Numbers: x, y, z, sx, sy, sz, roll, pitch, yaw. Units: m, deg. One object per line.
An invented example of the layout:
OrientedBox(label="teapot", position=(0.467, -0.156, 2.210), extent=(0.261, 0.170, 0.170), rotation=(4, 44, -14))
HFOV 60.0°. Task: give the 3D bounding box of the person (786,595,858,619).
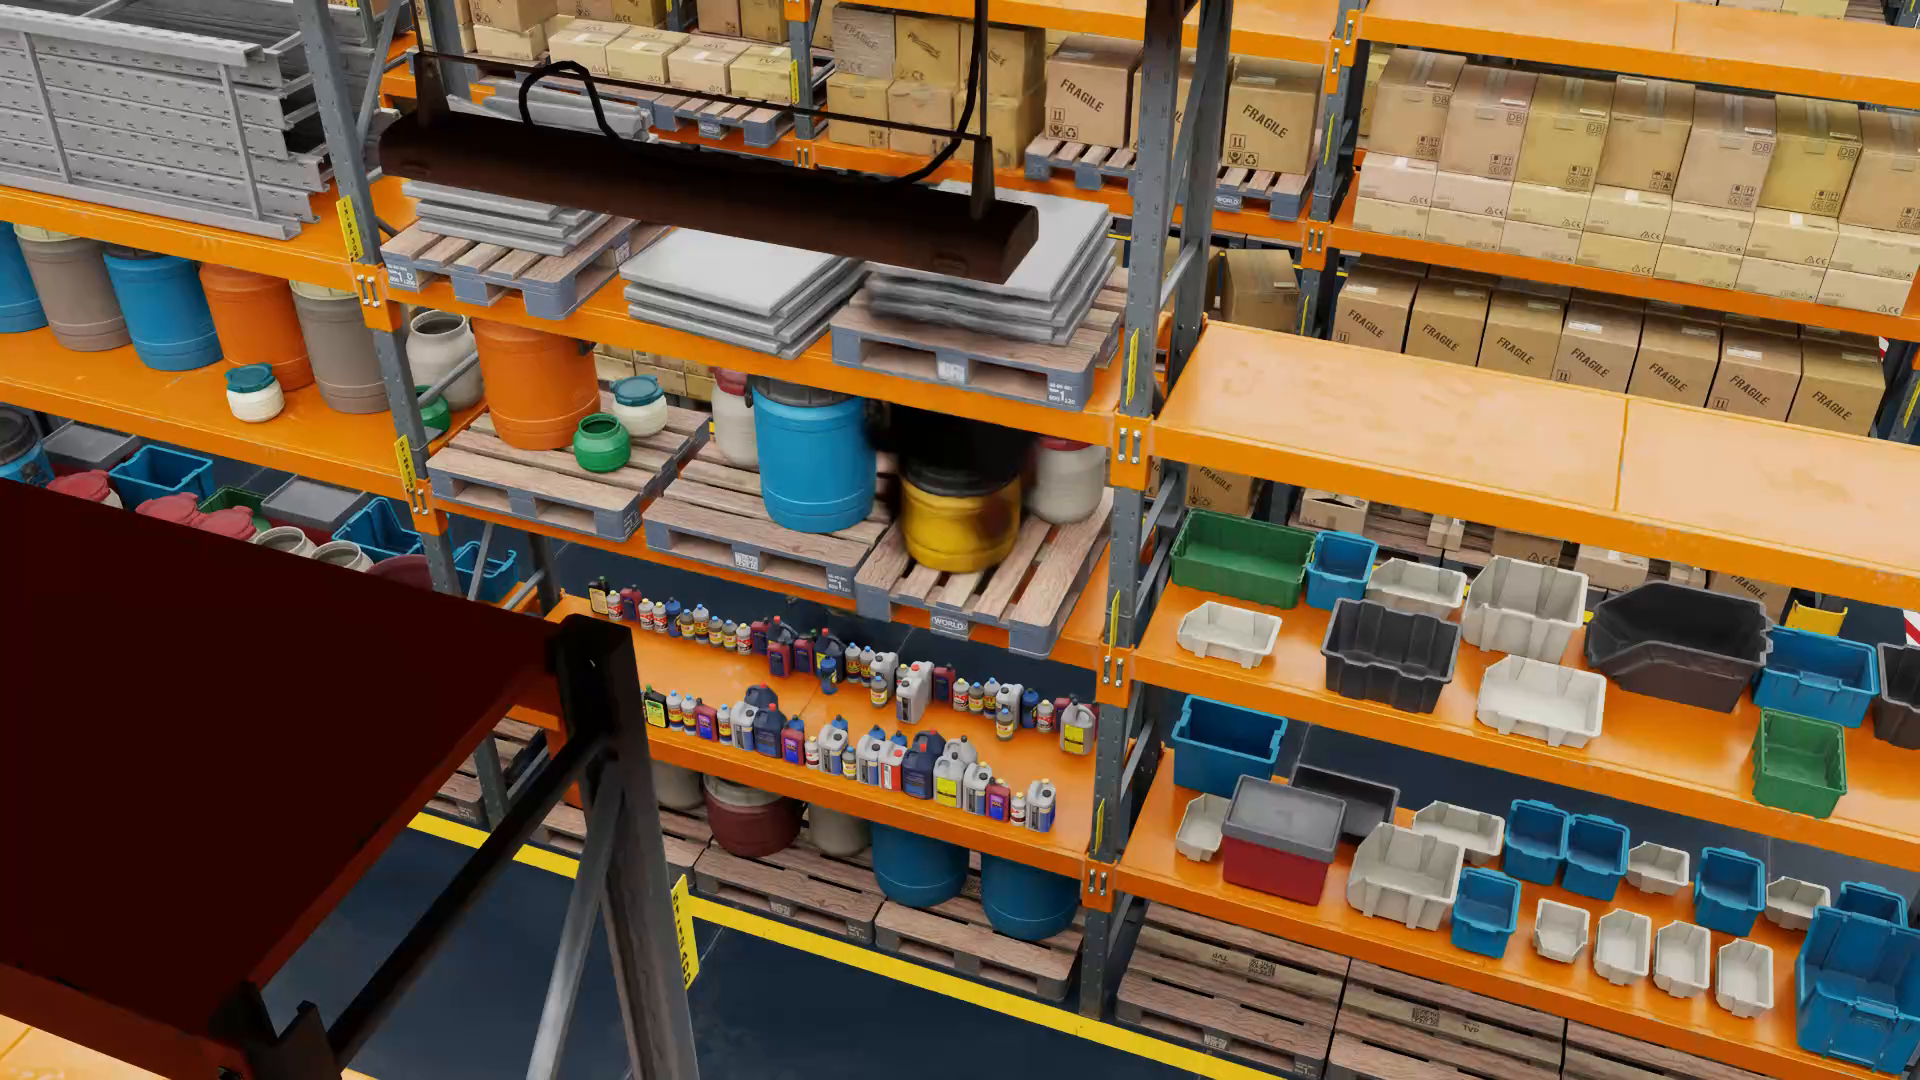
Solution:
OrientedBox(label="person", position=(-1.074, -0.083, 11.916), extent=(0.878, 1.643, 0.635), rotation=(13, 38, 17))
